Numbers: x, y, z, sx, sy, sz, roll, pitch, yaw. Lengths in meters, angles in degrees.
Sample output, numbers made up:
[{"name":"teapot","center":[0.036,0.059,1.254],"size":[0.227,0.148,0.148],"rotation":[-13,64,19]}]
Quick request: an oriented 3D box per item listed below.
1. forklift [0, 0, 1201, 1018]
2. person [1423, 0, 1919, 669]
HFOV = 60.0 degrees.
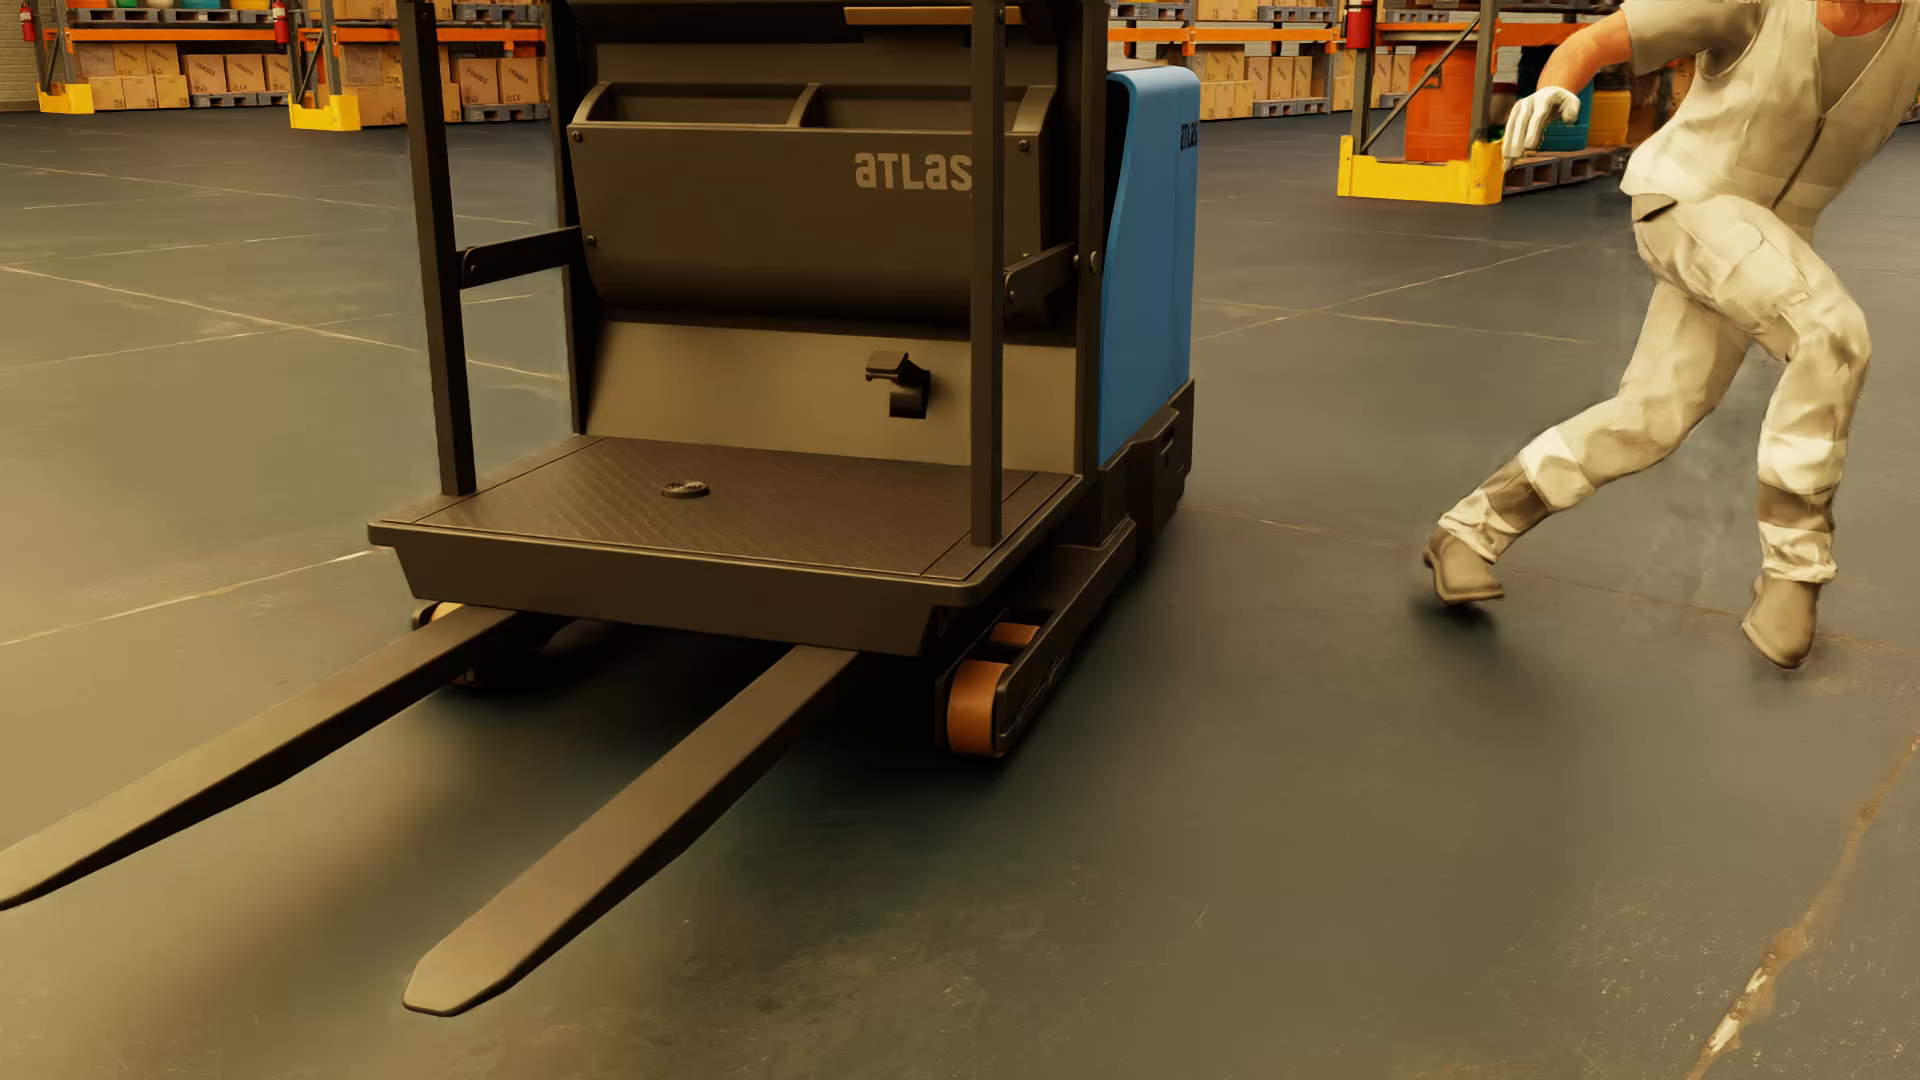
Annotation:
[{"name":"forklift","center":[-0.346,-1.171,2.752],"size":[1.130,2.935,3.031],"rotation":[5,18,17]},{"name":"person","center":[1.469,-0.543,3.058],"size":[1.000,1.511,0.949],"rotation":[-5,17,-15]}]
